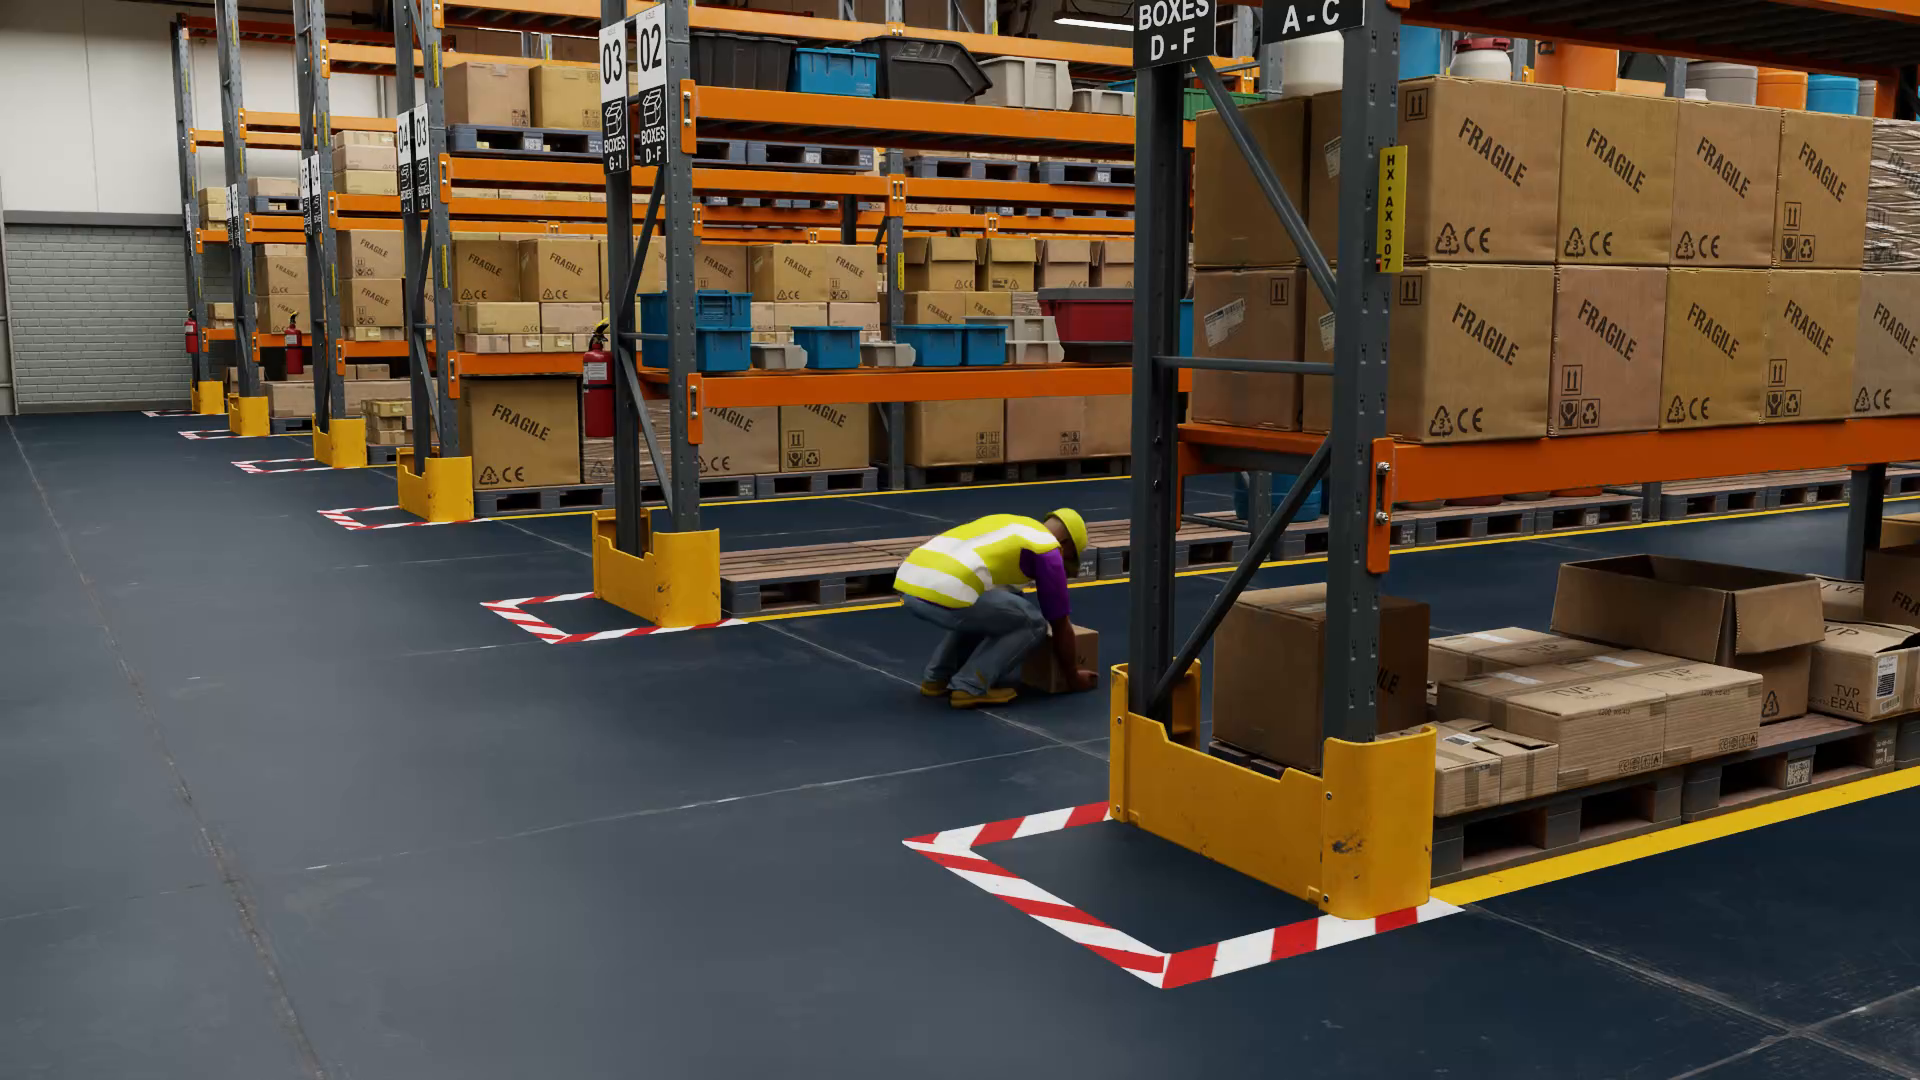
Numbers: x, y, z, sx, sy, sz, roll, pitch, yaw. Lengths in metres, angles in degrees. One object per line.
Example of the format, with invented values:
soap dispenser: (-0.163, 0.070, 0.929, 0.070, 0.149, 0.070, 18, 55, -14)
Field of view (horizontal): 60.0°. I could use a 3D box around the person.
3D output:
person: (0.163, 0.292, 7.250, 0.959, 0.809, 0.529, -5, 10, -32)
